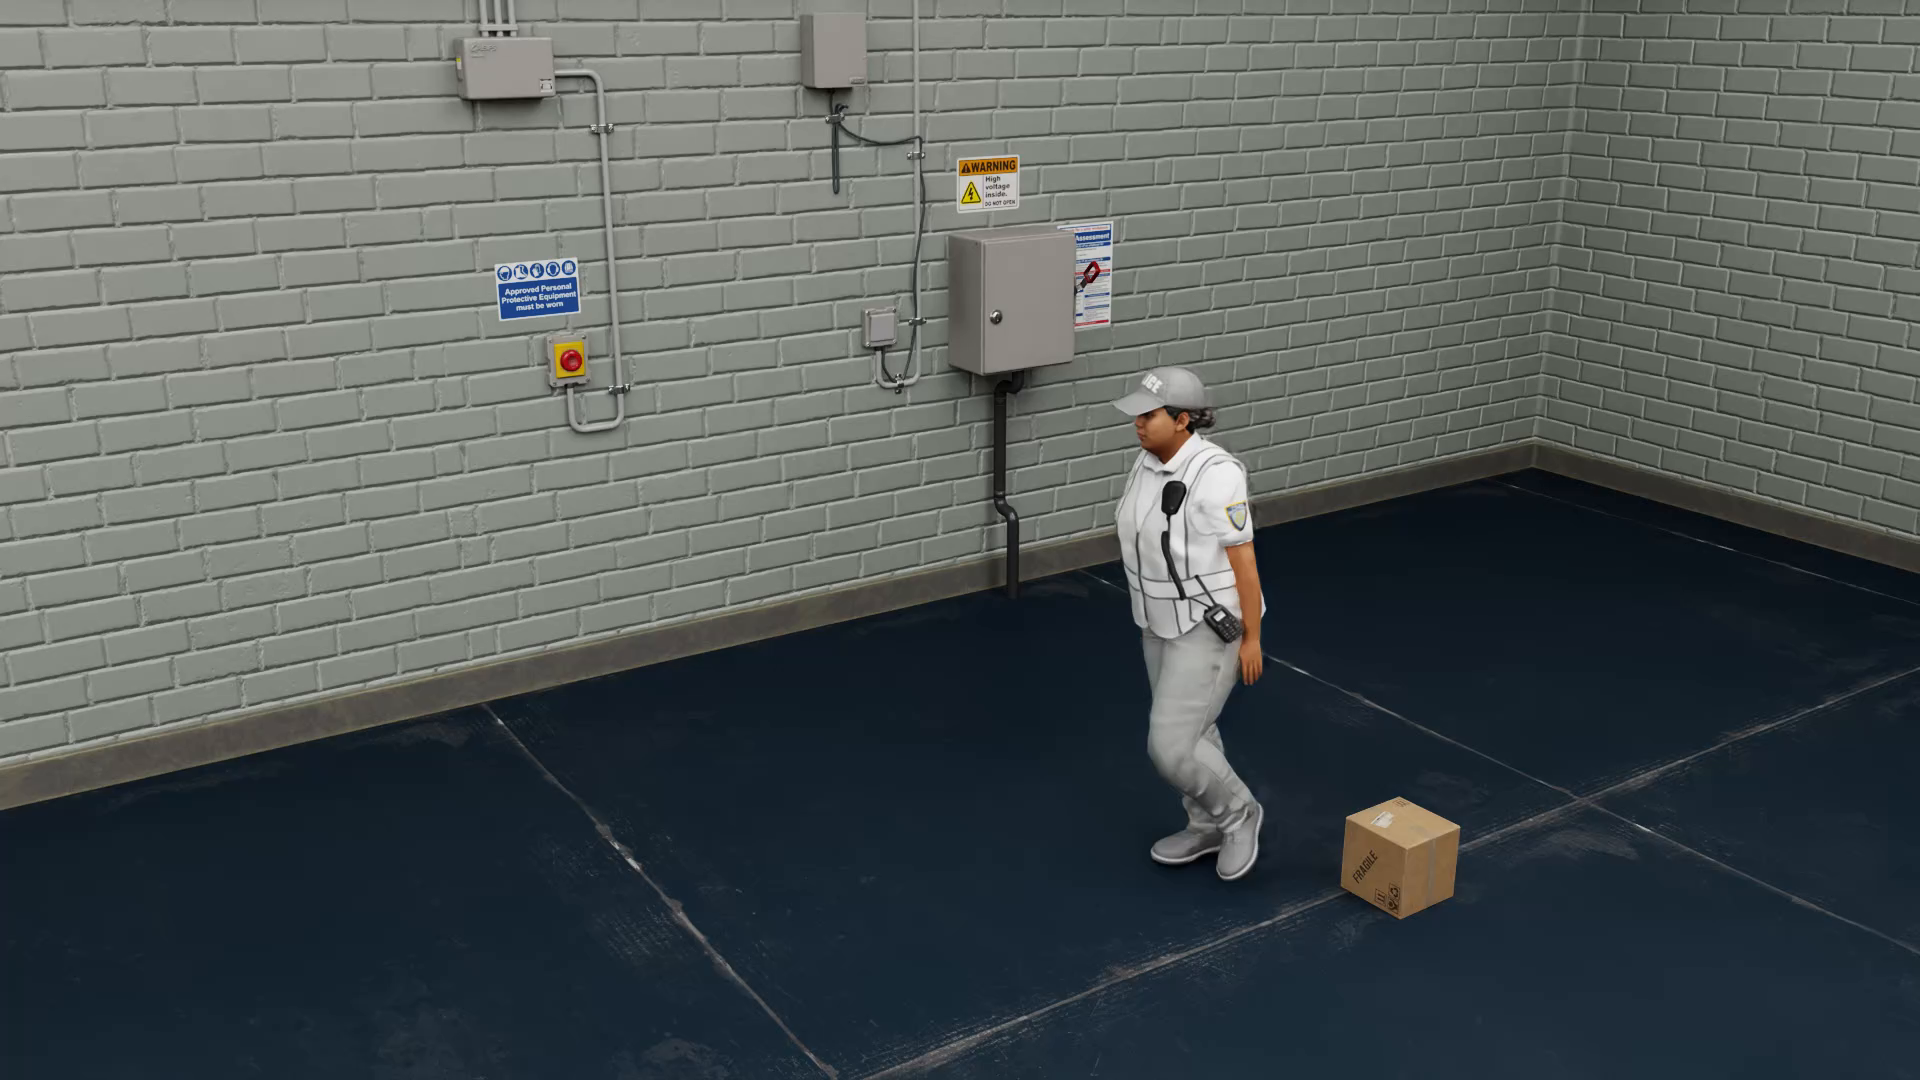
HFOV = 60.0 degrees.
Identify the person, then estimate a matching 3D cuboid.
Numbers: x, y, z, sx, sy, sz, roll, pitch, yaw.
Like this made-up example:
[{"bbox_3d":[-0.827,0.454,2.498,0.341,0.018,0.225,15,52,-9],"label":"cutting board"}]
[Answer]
[{"bbox_3d":[0.710,0.273,5.191,0.490,1.652,0.540,-8,20,-23],"label":"person"}]
